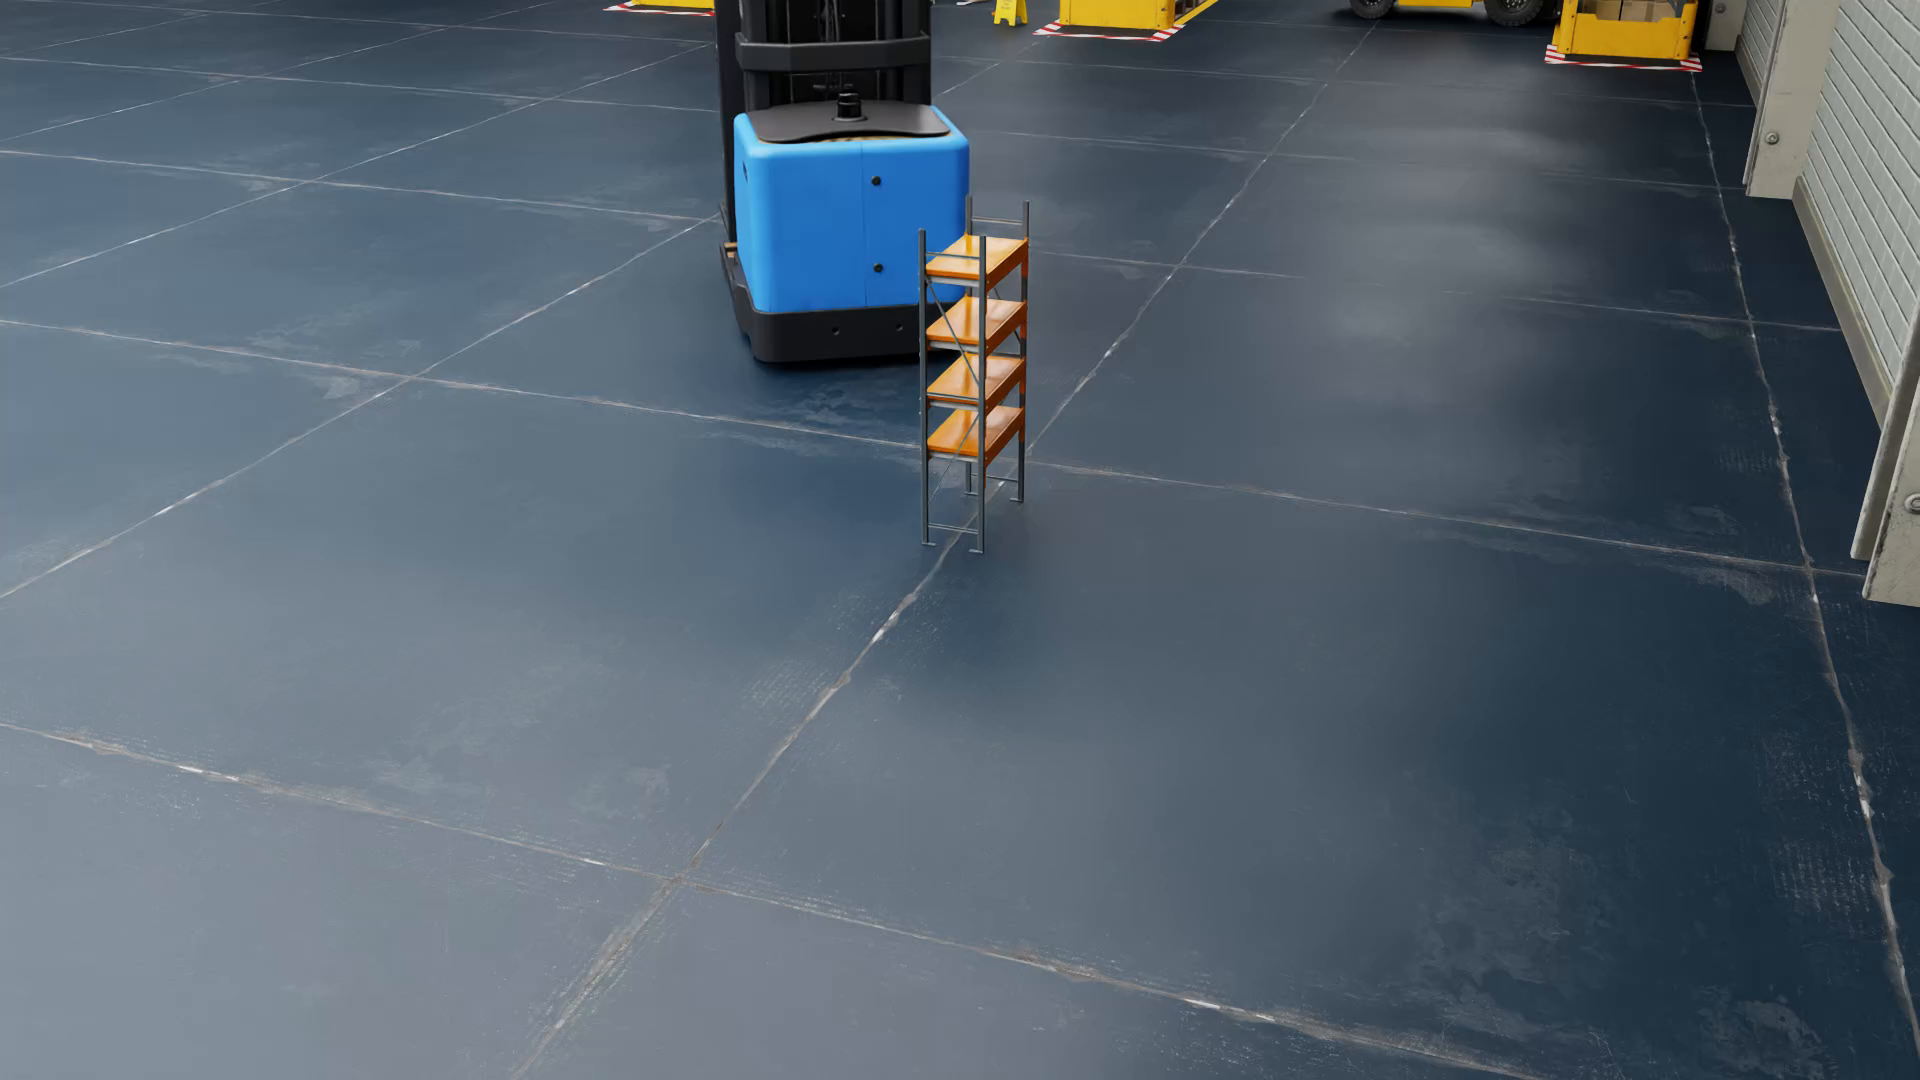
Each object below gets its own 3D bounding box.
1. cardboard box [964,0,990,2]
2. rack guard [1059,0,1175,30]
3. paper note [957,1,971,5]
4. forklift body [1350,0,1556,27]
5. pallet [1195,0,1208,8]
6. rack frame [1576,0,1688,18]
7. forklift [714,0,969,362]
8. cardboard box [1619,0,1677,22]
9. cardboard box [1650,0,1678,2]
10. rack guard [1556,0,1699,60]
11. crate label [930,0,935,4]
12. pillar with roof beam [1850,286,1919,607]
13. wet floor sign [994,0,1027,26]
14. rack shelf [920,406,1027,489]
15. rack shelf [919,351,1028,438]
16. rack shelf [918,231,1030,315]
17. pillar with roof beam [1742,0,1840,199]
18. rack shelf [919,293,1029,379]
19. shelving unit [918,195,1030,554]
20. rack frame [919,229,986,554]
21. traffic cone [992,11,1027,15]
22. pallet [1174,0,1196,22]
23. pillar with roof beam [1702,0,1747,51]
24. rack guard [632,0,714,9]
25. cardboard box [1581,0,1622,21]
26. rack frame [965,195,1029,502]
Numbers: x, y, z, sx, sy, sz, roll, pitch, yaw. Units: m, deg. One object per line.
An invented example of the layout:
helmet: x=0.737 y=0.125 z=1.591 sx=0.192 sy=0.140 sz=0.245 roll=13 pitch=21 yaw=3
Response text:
cardboard box: x=0.137 y=-6.245 z=18.977 sx=0.250 sy=0.149 sz=0.380 roll=-20 pitch=33 yaw=-36
rack guard: x=1.632 y=-5.603 z=17.248 sx=1.175 sy=0.500 sz=0.348 roll=9 pitch=27 yaw=17
paper note: x=0.044 y=-6.037 z=18.684 sx=0.148 sy=0.019 sz=0.142 roll=0 pitch=26 yaw=-1
forklift body: x=5.199 y=-6.640 z=17.496 sx=2.313 sy=2.155 sz=1.214 roll=9 pitch=27 yaw=17
pallet: x=2.343 y=-6.301 z=19.022 sx=1.003 sy=0.211 sz=1.213 roll=9 pitch=27 yaw=17
rack frame: x=6.288 y=-5.978 z=15.155 sx=1.000 sy=3.000 sz=0.127 roll=9 pitch=27 yaw=17
forklift: x=-0.742 y=-2.771 z=8.610 sx=1.130 sy=2.935 sz=3.031 roll=-5 pitch=26 yaw=-10
cardboard box: x=6.636 y=-5.103 z=16.021 sx=0.500 sy=0.250 sz=0.500 roll=9 pitch=27 yaw=18
cardboard box: x=6.641 y=-5.318 z=15.891 sx=0.500 sy=0.250 sz=0.500 roll=9 pitch=27 yaw=18
rack guard: x=6.280 y=-4.843 z=15.680 sx=1.175 sy=0.500 sz=0.348 roll=9 pitch=27 yaw=17
crate label: x=-0.424 y=-6.125 z=18.744 sx=0.250 sy=0.136 sz=0.298 roll=-5 pitch=26 yaw=-9
pillar with roof beam: x=-0.683 y=-4.527 z=5.273 sx=9.100 sy=9.000 sz=0.400 roll=9 pitch=27 yaw=17
wet floor sign: x=0.534 y=-5.714 z=17.311 sx=0.267 sy=0.644 sz=0.232 roll=20 pitch=32 yaw=35
rack shelf: x=0.055 y=-0.369 z=6.245 sx=0.258 sy=0.148 sz=0.480 roll=9 pitch=27 yaw=17
rack shelf: x=0.055 y=-0.548 z=6.158 sx=0.258 sy=0.148 sz=0.480 roll=9 pitch=27 yaw=17
rack shelf: x=0.055 y=-0.962 z=5.958 sx=0.258 sy=0.148 sz=0.480 roll=9 pitch=27 yaw=17
pillar with roof beam: x=1.314 y=-6.992 z=10.366 sx=9.100 sy=9.000 sz=0.400 roll=9 pitch=27 yaw=17
rack shelf: x=0.055 y=-0.749 z=6.061 sx=0.258 sy=0.148 sz=0.480 roll=9 pitch=27 yaw=17
shelving unit: x=0.055 y=-0.608 z=6.129 sx=0.258 sy=1.200 sz=0.503 roll=9 pitch=27 yaw=17
rack frame: x=-0.026 y=-0.508 z=5.922 sx=0.240 sy=1.200 sz=0.015 roll=9 pitch=27 yaw=17
traffic cone: x=0.533 y=-5.919 z=17.943 sx=0.336 sy=0.463 sz=0.334 roll=9 pitch=27 yaw=17
pallet: x=1.935 y=-5.801 z=17.990 sx=1.003 sy=0.211 sz=1.213 roll=9 pitch=27 yaw=17
pillar with roof beam: x=3.310 y=-9.458 z=15.458 sx=9.100 sy=9.000 sz=0.400 roll=9 pitch=27 yaw=17
rack guard: x=-3.103 y=-6.238 z=18.560 sx=1.175 sy=0.500 sz=0.348 roll=9 pitch=27 yaw=17
cardboard box: x=6.147 y=-5.169 z=16.156 sx=0.500 sy=0.250 sz=0.500 roll=9 pitch=27 yaw=18
rack frame: x=0.136 y=-0.708 z=6.336 sx=0.240 sy=1.200 sz=0.015 roll=9 pitch=27 yaw=17
